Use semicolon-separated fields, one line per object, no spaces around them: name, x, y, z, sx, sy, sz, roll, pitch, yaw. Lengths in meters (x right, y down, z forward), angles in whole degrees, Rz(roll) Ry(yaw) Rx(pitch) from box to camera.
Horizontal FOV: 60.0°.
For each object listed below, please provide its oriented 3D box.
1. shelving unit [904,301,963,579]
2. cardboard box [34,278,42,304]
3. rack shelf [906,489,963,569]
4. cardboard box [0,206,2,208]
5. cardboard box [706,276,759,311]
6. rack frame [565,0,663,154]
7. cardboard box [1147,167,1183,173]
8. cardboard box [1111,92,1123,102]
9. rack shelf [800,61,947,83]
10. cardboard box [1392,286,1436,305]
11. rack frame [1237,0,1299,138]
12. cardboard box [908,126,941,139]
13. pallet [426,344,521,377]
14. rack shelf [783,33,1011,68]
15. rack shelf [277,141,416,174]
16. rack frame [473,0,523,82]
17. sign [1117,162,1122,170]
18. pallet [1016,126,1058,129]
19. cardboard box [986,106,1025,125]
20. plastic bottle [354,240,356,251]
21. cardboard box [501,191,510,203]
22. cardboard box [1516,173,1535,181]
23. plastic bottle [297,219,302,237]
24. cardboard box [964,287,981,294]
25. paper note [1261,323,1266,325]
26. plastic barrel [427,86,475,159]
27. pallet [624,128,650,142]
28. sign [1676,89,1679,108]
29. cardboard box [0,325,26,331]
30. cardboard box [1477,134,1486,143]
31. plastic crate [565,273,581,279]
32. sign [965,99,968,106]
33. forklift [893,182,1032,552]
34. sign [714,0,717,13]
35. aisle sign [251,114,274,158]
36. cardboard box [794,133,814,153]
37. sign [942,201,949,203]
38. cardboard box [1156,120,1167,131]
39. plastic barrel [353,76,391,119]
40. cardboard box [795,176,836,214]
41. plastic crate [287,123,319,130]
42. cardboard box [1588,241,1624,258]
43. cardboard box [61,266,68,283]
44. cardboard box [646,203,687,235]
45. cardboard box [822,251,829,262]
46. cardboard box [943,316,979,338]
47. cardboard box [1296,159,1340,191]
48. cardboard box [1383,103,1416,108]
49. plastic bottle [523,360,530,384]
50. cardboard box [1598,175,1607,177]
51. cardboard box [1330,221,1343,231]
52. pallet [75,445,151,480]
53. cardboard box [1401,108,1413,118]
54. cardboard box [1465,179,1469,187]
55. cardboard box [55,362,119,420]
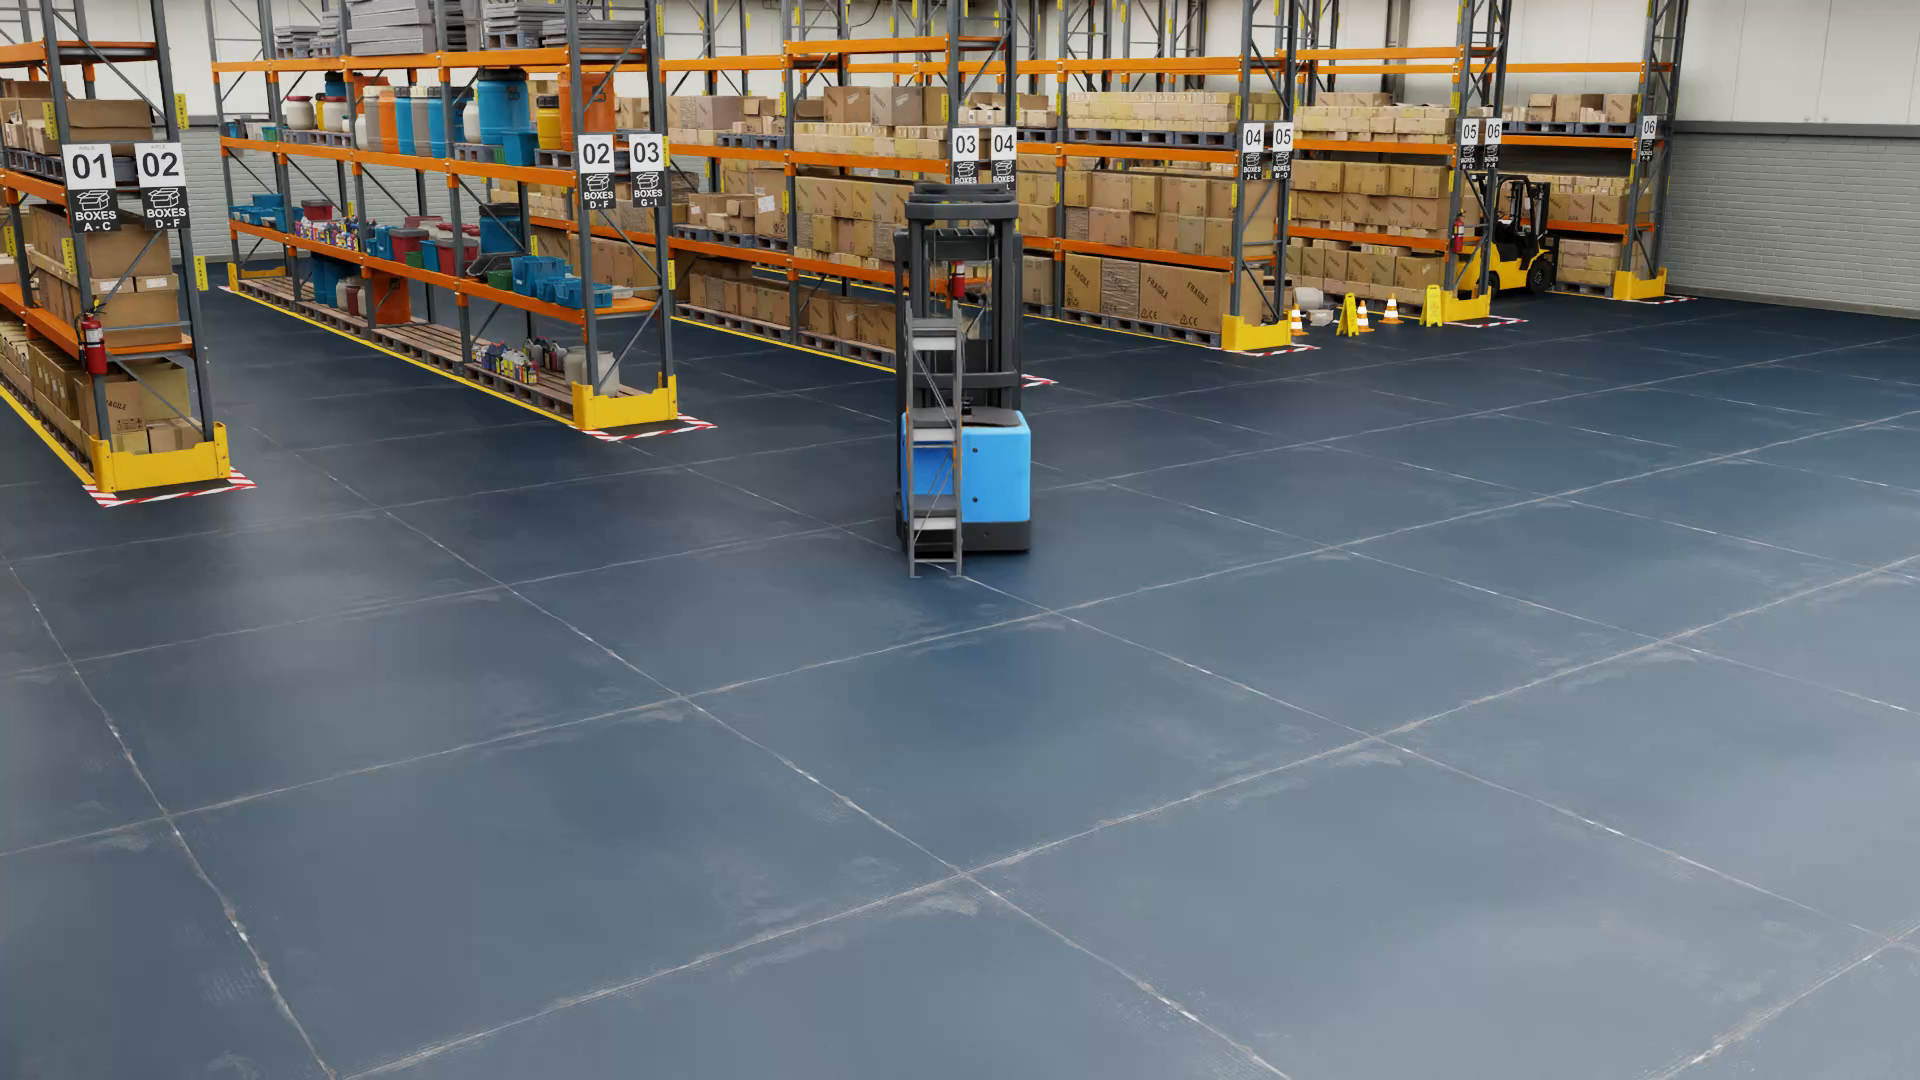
shelving unit;-0.206;-0.778;12.942;0.431;2.100;0.503;-1;15;-3
cardboard box;-10.414;-2.898;19.268;0.500;0.250;0.500;-9;18;-31
rack shelf;-0.206;-0.090;13.130;0.431;0.518;0.480;-1;15;-3
cardboard box;-14.240;-4.559;24.065;0.700;0.500;0.500;-8;17;-26
cardboard box;-3.679;-4.014;26.960;0.700;0.500;0.500;-13;20;-39
rack frame;-3.729;-5.680;17.783;1.000;3.000;0.127;-11;19;-35
cardboard box;3.980;-6.954;32.252;0.500;0.500;0.500;-10;18;-32
cardboard box;2.537;-6.771;25.430;0.380;0.149;0.250;-11;19;-34
rack shelf;-1.530;-8.792;31.275;1.077;0.370;4.000;-11;19;-35
cardboard box;7.587;-4.106;27.808;0.500;0.250;0.500;-11;19;-35
rack frame;4.349;-7.197;23.325;1.000;3.000;0.127;-11;19;-35
cardboard box;-0.446;-5.248;21.415;0.380;0.149;0.250;-12;19;-37
pallet;-6.574;-2.457;22.654;1.003;0.211;1.213;-11;19;-35
rack shelf;-0.898;-6.527;22.247;1.077;0.370;4.000;-11;19;-35
rack shelf;-9.608;-6.022;26.075;1.077;0.370;4.000;-11;19;-35
rack frame;-9.130;-9.865;33.074;1.000;3.000;0.127;-11;19;-35
sign;3.143;-7.273;32.775;0.100;0.325;0.005;-11;19;-35
pallet;1.817;-8.822;35.308;0.805;0.209;1.217;-12;19;-37
cardboard box;0.789;-7.152;28.028;0.500;0.311;0.500;-12;19;-37
plastic bottle;-9.068;-4.446;25.016;0.097;0.201;0.097;0;15;0
cardboard box;-8.755;-6.788;32.917;0.500;0.250;0.500;-11;19;-35
cardboard box;10.724;-6.846;31.427;0.380;0.149;0.250;-11;19;-35
plastic bottle;-10.835;-5.120;27.320;0.061;0.283;0.133;-11;19;-35
cardboard box;0.448;-4.799;29.394;1.050;0.750;0.750;-11;19;-34
paper note;4.825;-3.460;26.663;0.144;0.017;0.142;-4;16;-15
plastic barrel;-6.555;-5.404;21.507;0.600;0.901;0.708;-11;19;-35
pallet;-4.847;-6.748;27.726;1.213;0.211;1.003;-10;18;-32
sign;12.759;-7.856;29.610;0.100;0.325;0.005;-11;19;-35
cardboard box;-12.055;-2.605;21.263;0.500;0.311;0.500;-11;19;-36
cardboard box;8.361;-6.540;27.084;0.380;0.149;0.250;-11;19;-34
plastic crate;-4.921;-3.206;20.607;0.530;0.136;0.437;-11;19;-35
sign;0.099;-7.830;30.193;0.100;0.325;0.005;-11;19;-35
forklift;-0.026;-1.653;14.562;1.130;2.935;3.031;-1;15;-3
sign;-3.993;-8.732;27.014;0.100;0.325;0.005;-11;19;-35
aisle sign;-12.941;-7.518;30.937;0.394;0.787;0.004;-11;19;-35
cardboard box;-2.017;-5.648;23.632;0.500;0.250;0.500;-12;19;-37
sign;-0.183;-4.184;20.890;0.100;0.325;0.005;-11;19;-35
cardboard box;3.133;-6.170;24.745;0.380;0.149;0.250;-11;19;-34
plastic barrel;-8.764;-6.473;24.752;0.600;0.830;0.708;-11;19;-35
cardboard box;-2.015;-4.948;23.824;0.500;0.500;0.500;-11;19;-35
plastic crate;-11.293;-7.040;28.683;0.497;0.269;0.590;-11;19;-35
cardboard box;11.784;-5.273;30.179;0.500;0.250;0.500;-10;18;-33
cardboard box;-8.879;-2.708;16.869;0.380;0.149;0.250;-10;18;-33
cardboard box;-4.917;-5.379;27.856;0.500;0.500;0.500;-10;18;-33
cardboard box;-1.730;-4.039;23.628;0.380;0.149;0.250;-11;19;-35
cardboard box;-0.076;-2.688;22.155;0.500;0.500;0.500;-7;17;-24
cardboard box;6.308;-6.381;29.063;0.700;0.500;0.500;-11;19;-34
cardboard box;8.881;-8.654;33.515;0.500;0.311;0.500;-12;19;-36
plastic bottle;-5.246;-2.035;20.140;0.061;0.283;0.133;-10;18;-33
cardboard box;11.855;-6.645;30.689;0.380;0.149;0.250;-11;19;-34
cardboard box;6.612;-5.435;28.726;0.380;0.149;0.250;-11;19;-34
pallet;-8.221;-0.830;16.709;1.003;0.211;1.213;-11;19;-35
cardboard box;7.463;-7.005;27.271;0.380;0.149;0.250;-11;19;-34
cardboard box;9.929;-6.971;32.445;0.380;0.149;0.250;-11;19;-35
cardboard box;-8.893;-1.536;16.998;0.500;0.500;0.500;-11;19;-35
